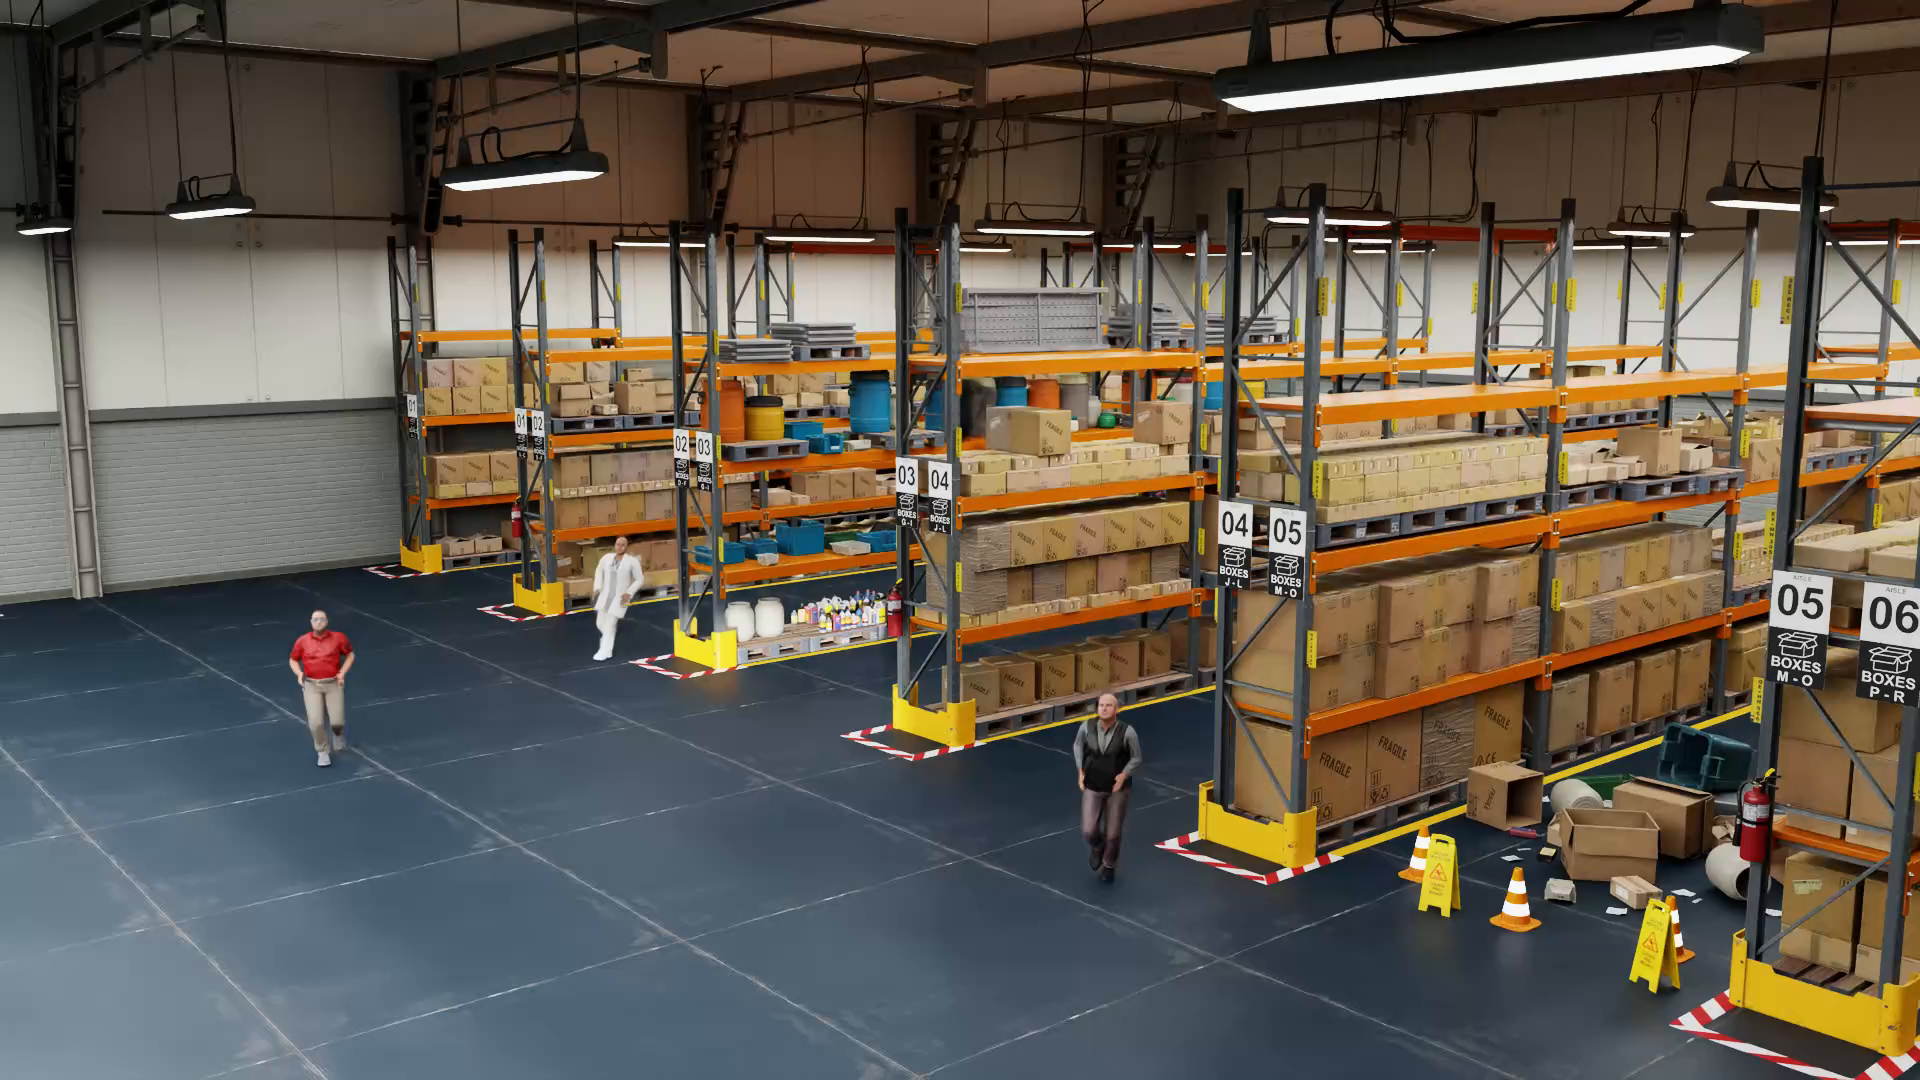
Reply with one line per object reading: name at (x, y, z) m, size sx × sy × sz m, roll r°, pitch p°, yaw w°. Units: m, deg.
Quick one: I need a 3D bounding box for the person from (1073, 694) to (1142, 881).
person at (1.255, 2.153, 14.384) m, size 0.621 × 1.674 × 0.581 m, roll 2°, pitch 9°, yaw 13°

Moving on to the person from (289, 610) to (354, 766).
person at (-6.886, 1.589, 17.976) m, size 0.660 × 1.674 × 0.584 m, roll -3°, pitch 9°, yaw -18°

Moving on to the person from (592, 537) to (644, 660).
person at (-4.733, 0.803, 22.998) m, size 0.738 × 1.697 × 0.580 m, roll 2°, pitch 9°, yaw 10°

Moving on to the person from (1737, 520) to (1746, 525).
person at (11.692, 0.526, 24.956) m, size 0.608 × 1.655 × 0.651 m, roll -5°, pitch 10°, yaw -31°
